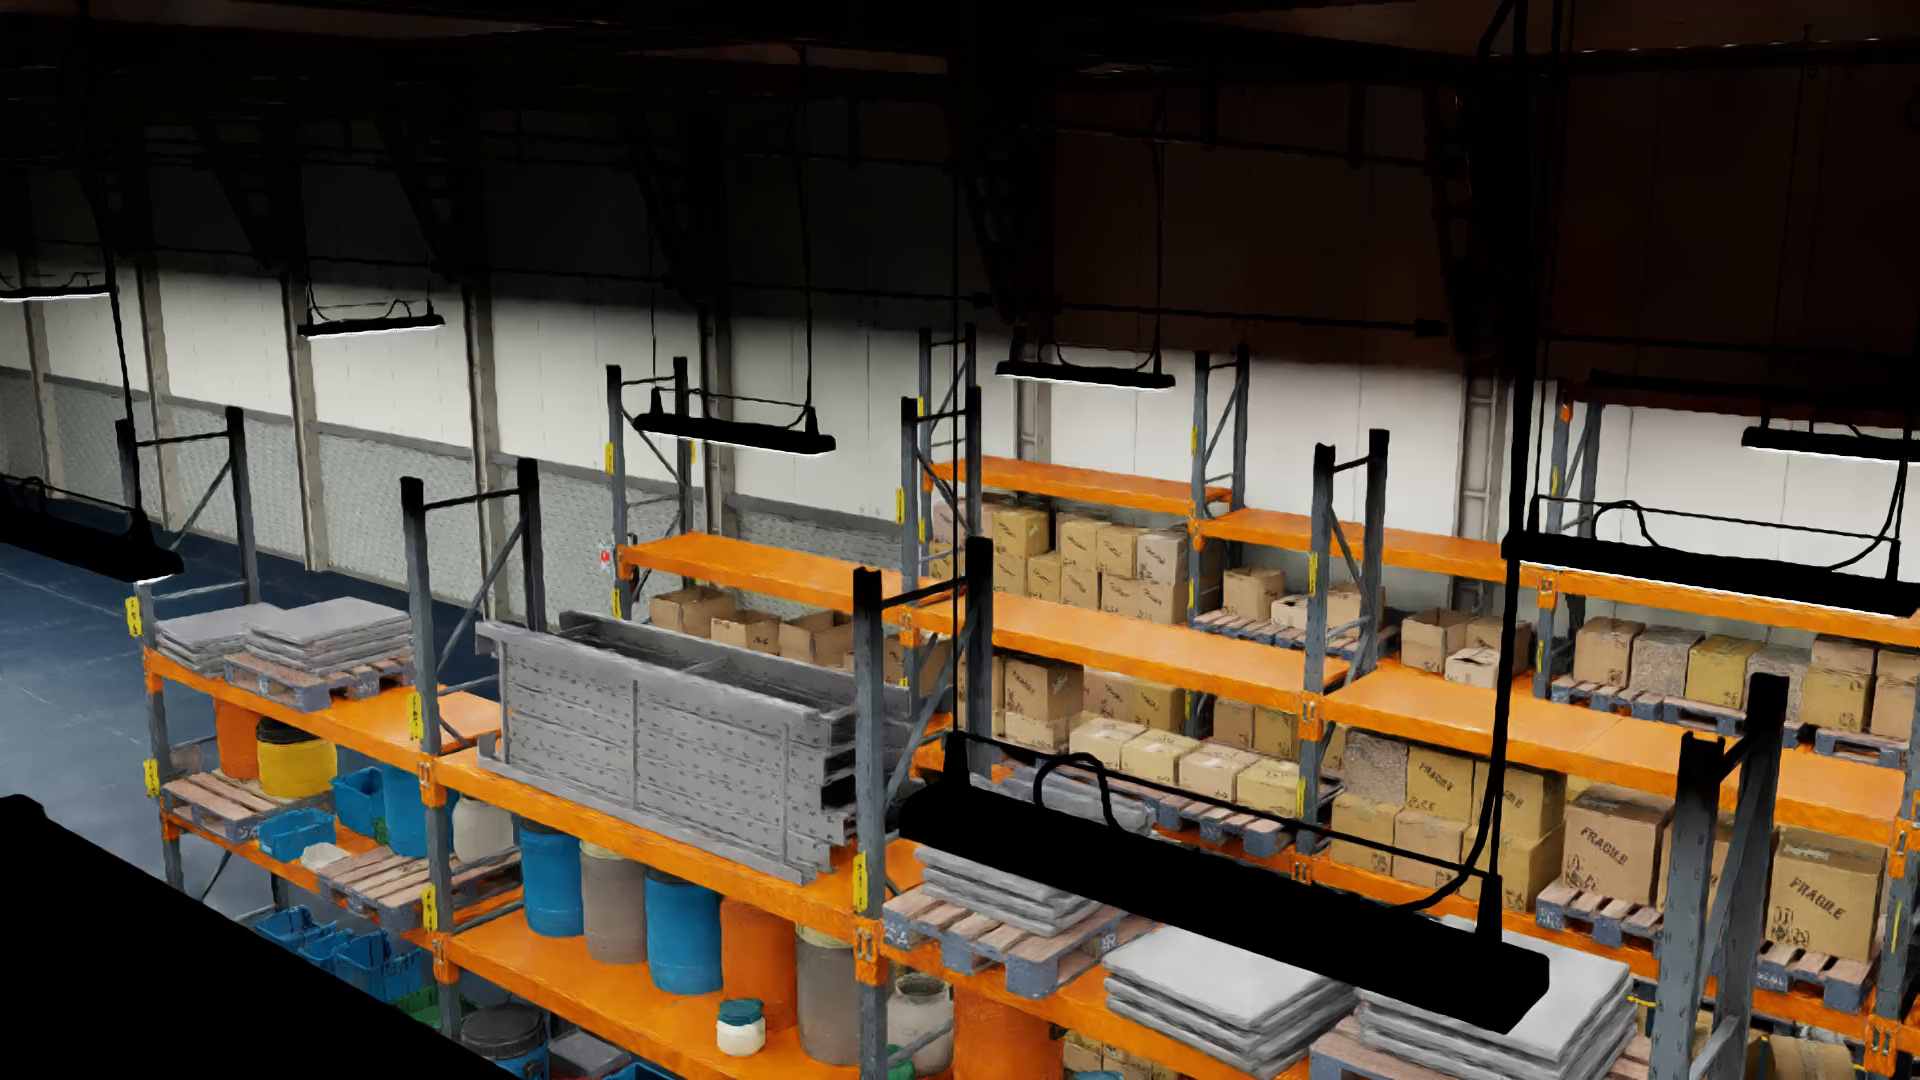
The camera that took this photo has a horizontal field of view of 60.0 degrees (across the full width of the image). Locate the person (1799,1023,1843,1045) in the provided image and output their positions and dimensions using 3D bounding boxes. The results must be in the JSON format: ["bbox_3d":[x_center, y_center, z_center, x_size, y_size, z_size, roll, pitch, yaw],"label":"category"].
[{"bbox_3d":[6.841,4.287,13.311,1.123,1.706,0.553,11,17,40],"label":"person"}]
